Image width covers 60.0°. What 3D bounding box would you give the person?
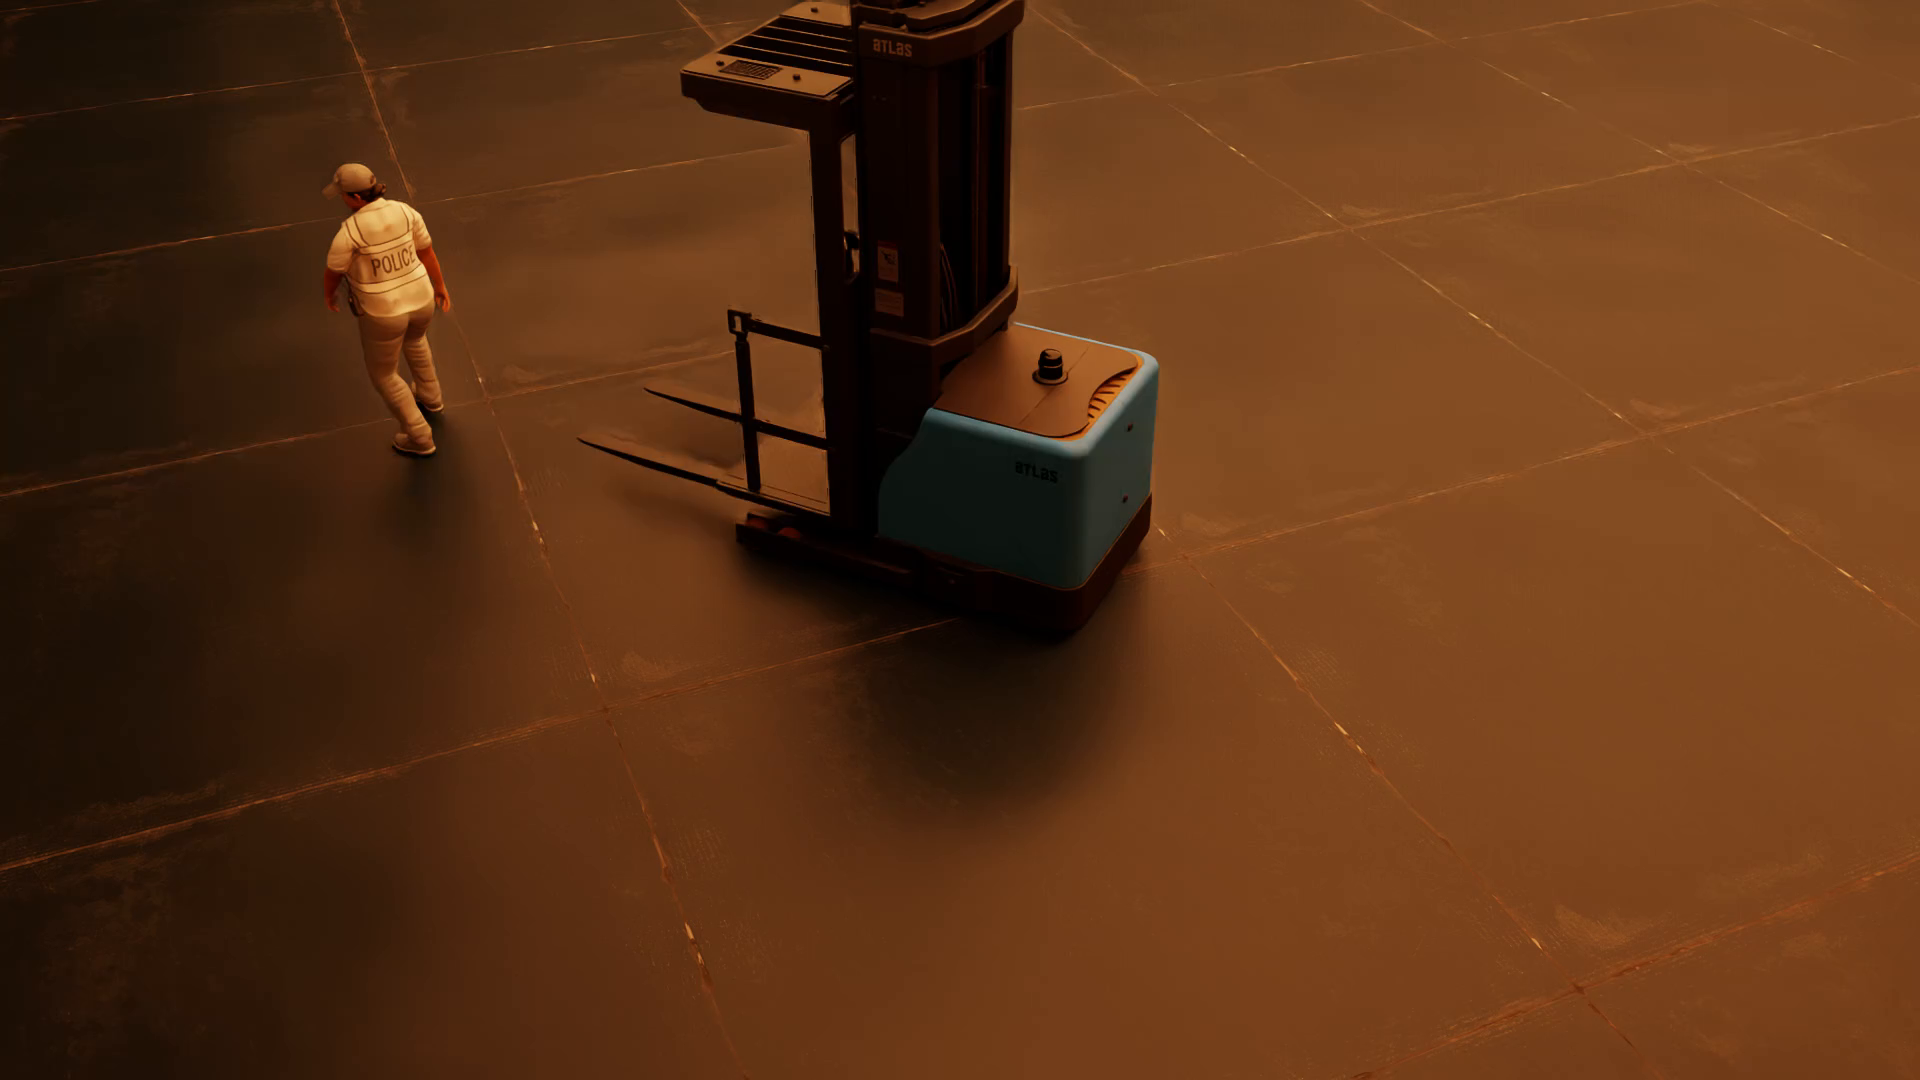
[{"bbox_3d":[-3.099,-1.312,9.090,0.648,1.613,0.599,23,42,29],"label":"person"}]

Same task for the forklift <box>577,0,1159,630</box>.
[{"bbox_3d":[-0.577,-1.349,7.995,3.031,2.935,1.130,16,38,21],"label":"forklift"}]
